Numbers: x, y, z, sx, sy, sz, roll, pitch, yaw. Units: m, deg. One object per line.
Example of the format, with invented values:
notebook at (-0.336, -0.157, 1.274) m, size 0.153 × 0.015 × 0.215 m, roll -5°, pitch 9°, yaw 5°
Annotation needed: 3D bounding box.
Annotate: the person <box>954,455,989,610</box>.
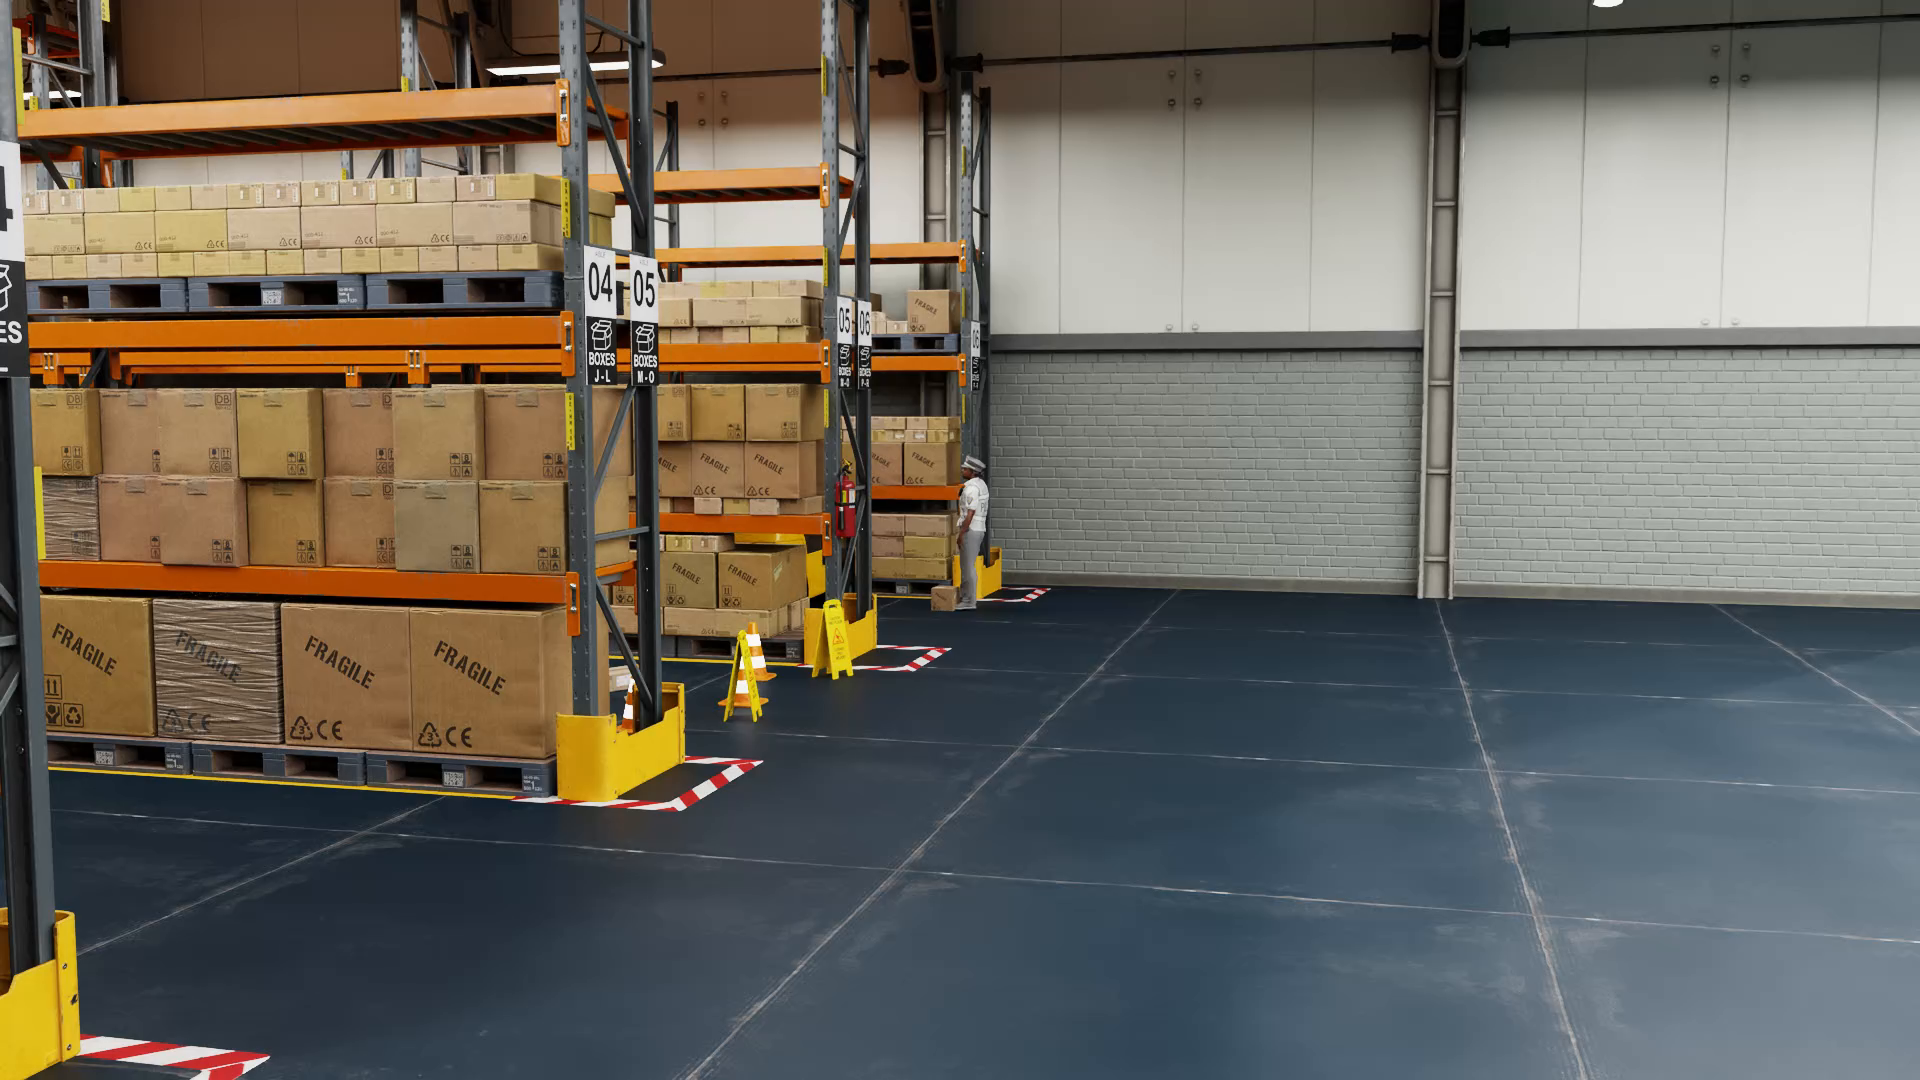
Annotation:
person at (0.048, -0.083, 18.217) m, size 0.529 × 1.694 × 0.569 m, roll 1°, pitch 5°, yaw 14°
